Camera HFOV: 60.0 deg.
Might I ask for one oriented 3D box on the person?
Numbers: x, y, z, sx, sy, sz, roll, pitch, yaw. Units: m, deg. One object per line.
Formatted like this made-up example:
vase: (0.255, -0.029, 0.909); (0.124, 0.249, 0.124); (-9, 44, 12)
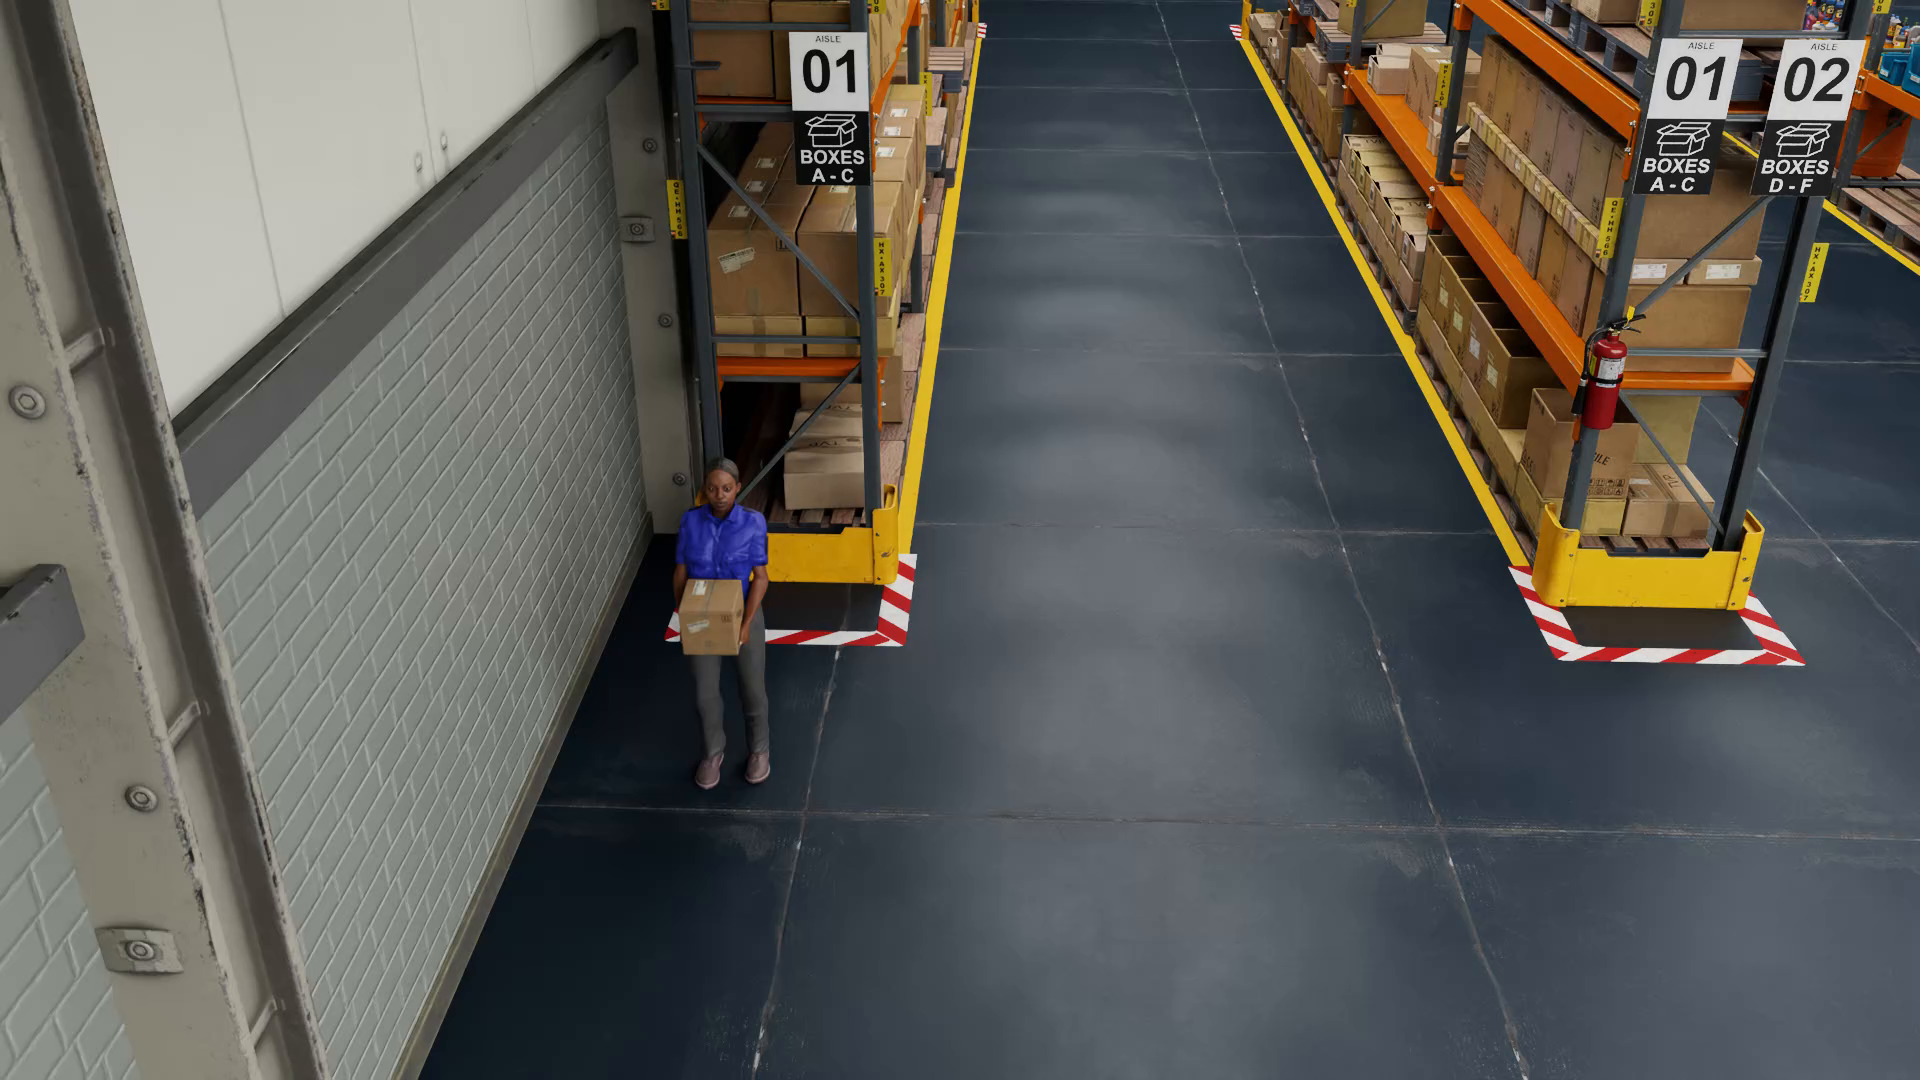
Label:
person: (-1.119, 0.391, 7.898); (0.512, 1.653, 0.352); (-1, 28, -1)
